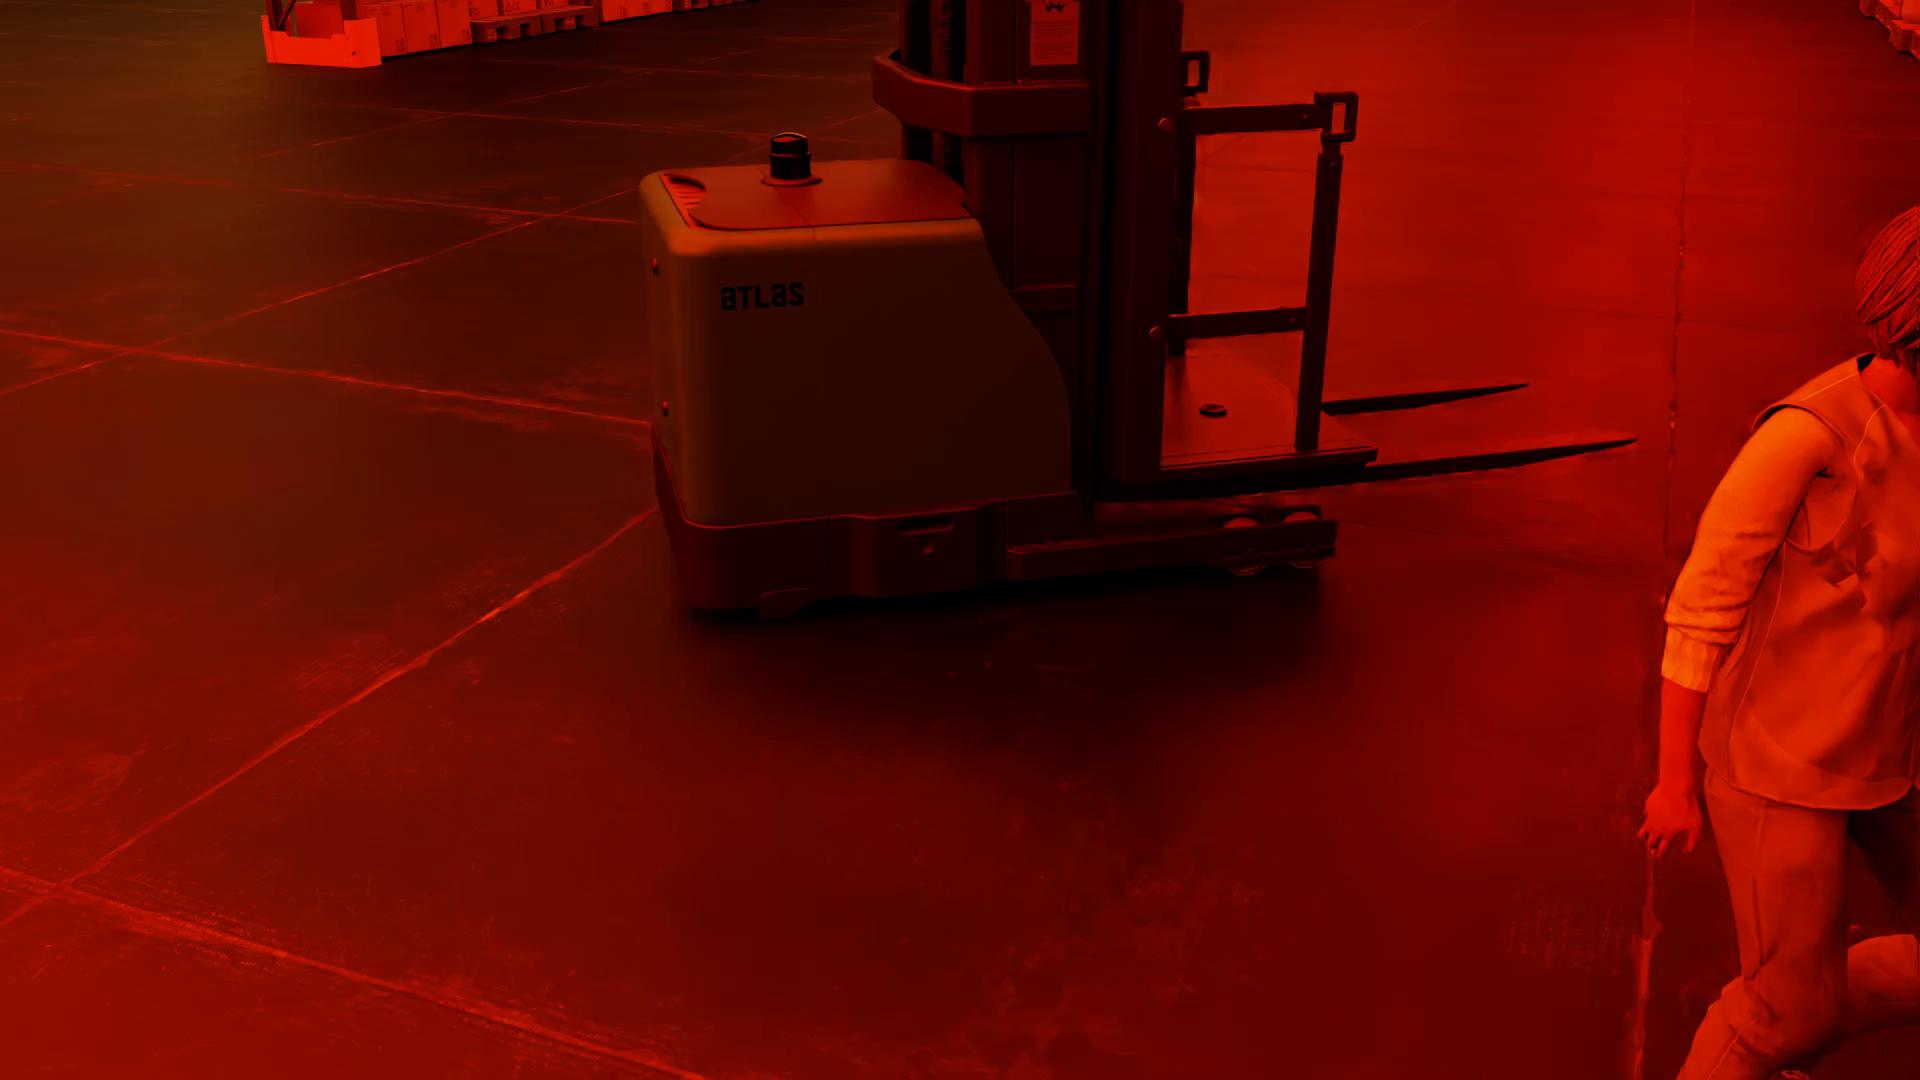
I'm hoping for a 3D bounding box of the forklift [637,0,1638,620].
[{"bbox_3d":[0.608,-1.437,4.731,3.031,2.935,1.130,-6,23,-14],"label":"forklift"}]

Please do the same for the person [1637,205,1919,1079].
[{"bbox_3d":[1.228,0.324,2.277,0.566,1.578,0.419,-10,25,-23],"label":"person"}]
